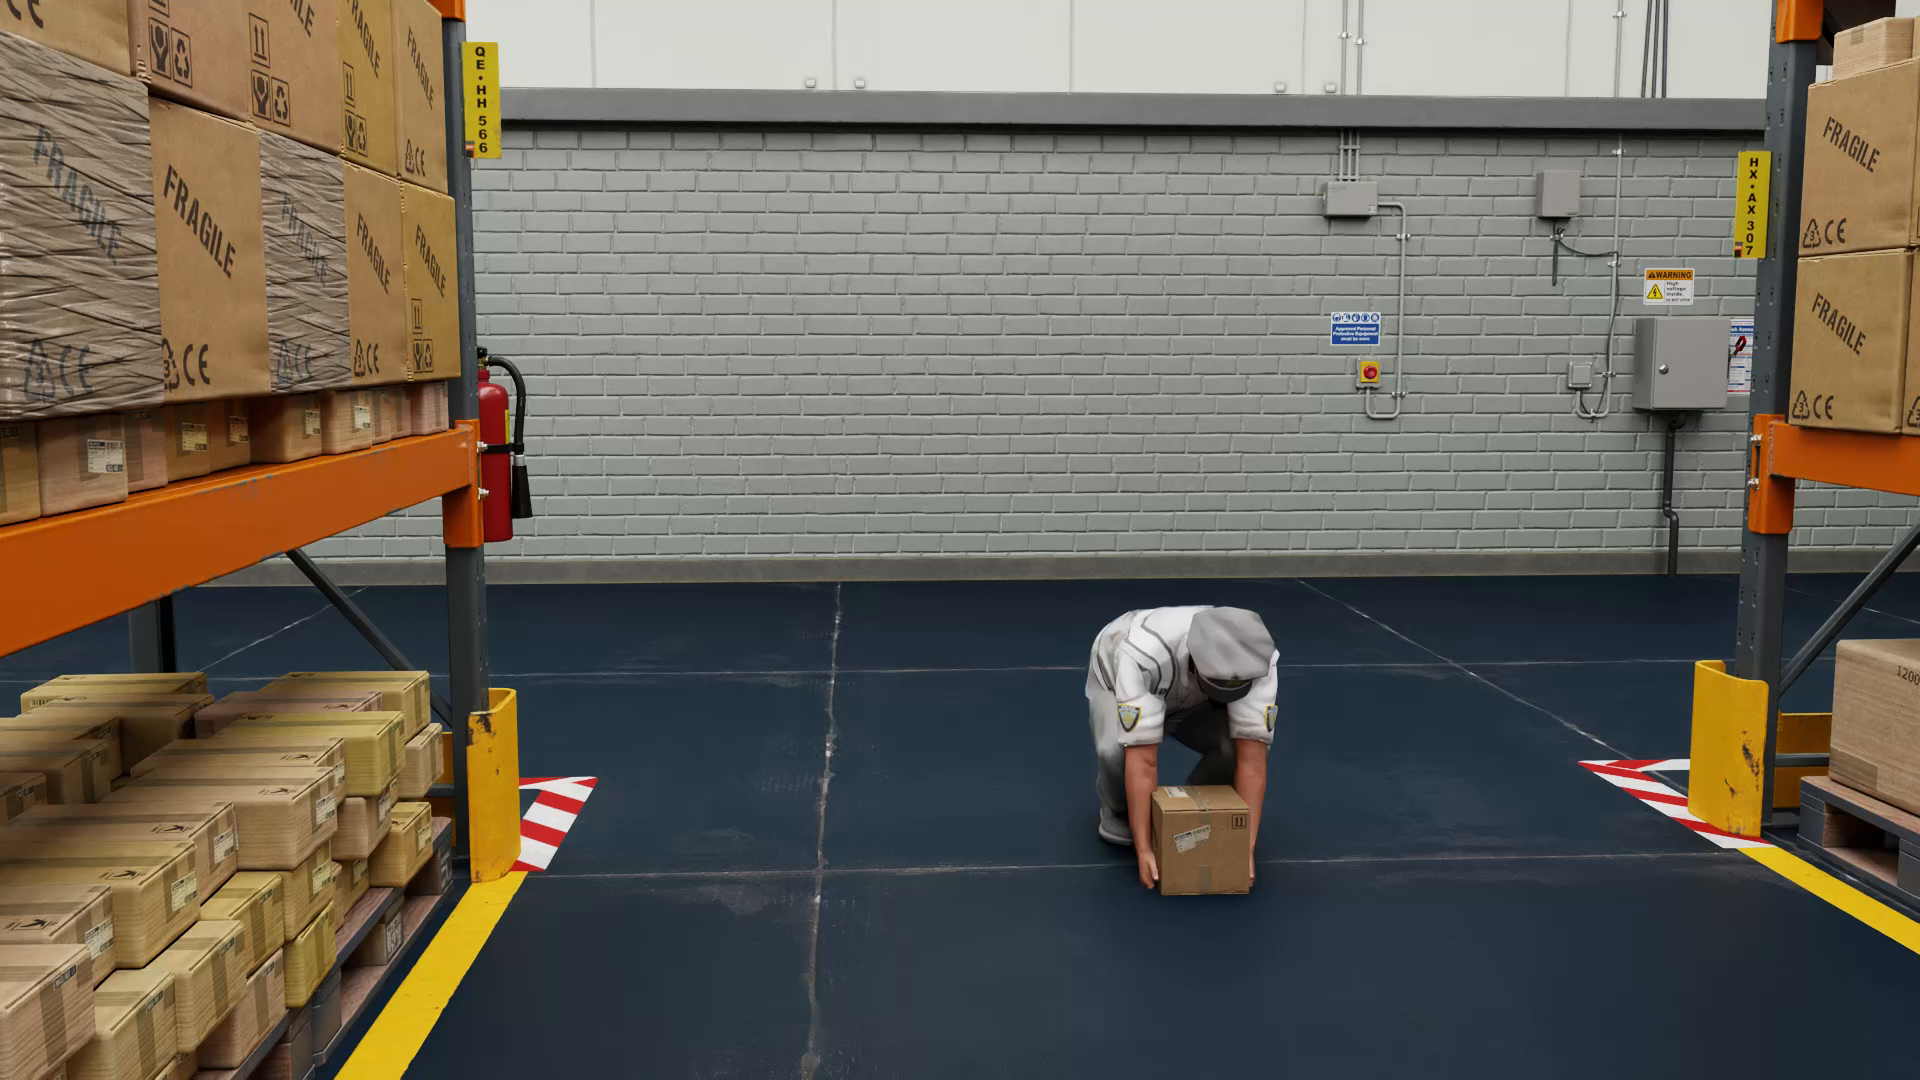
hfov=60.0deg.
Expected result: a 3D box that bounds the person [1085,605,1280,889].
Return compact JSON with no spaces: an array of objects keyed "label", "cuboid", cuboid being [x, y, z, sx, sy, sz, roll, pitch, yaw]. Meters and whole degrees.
[{"label":"person","cuboid":[0.674,0.581,5.070,0.537,0.868,1.002,-1,7,-5]}]
